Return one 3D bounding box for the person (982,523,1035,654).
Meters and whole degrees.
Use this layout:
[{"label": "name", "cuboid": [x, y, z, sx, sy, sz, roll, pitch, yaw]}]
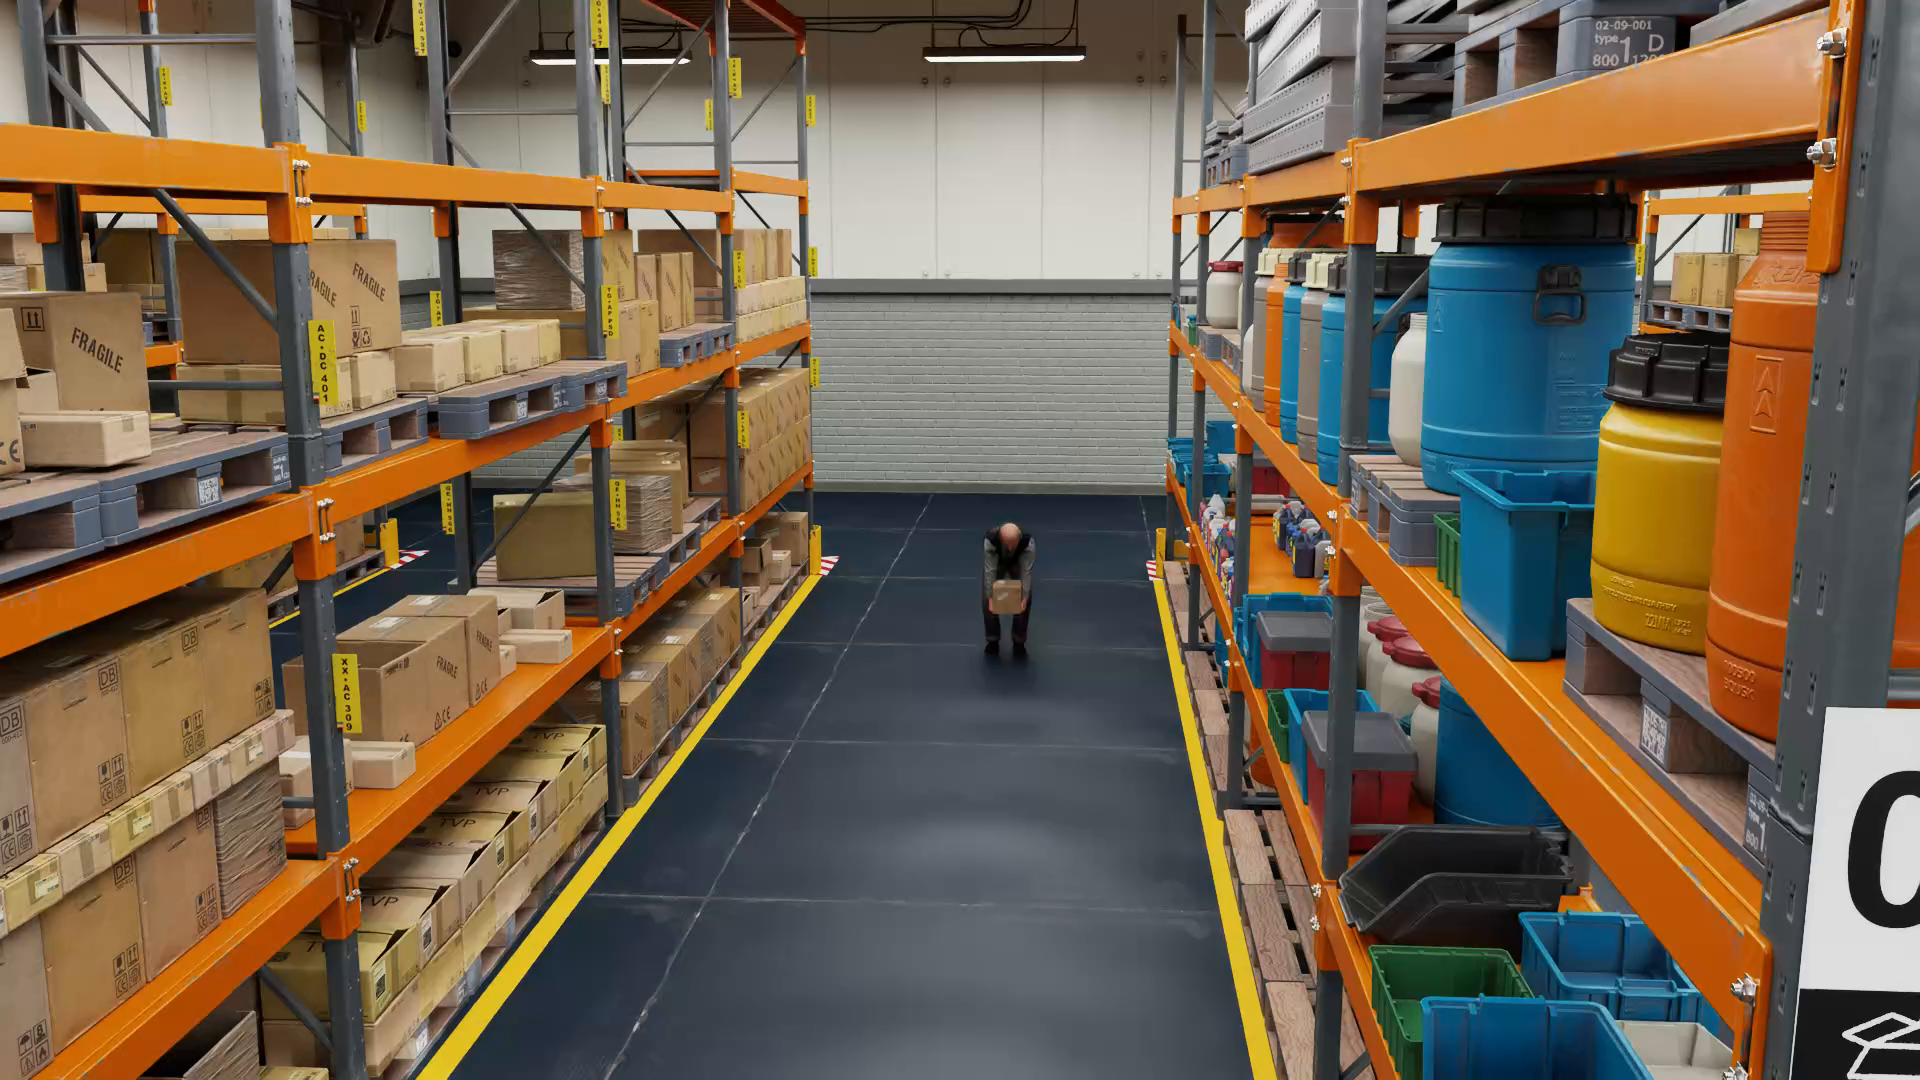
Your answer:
[{"label": "person", "cuboid": [0.434, 0.419, 14.973, 0.481, 1.277, 0.907, 0, 11, 2]}]
